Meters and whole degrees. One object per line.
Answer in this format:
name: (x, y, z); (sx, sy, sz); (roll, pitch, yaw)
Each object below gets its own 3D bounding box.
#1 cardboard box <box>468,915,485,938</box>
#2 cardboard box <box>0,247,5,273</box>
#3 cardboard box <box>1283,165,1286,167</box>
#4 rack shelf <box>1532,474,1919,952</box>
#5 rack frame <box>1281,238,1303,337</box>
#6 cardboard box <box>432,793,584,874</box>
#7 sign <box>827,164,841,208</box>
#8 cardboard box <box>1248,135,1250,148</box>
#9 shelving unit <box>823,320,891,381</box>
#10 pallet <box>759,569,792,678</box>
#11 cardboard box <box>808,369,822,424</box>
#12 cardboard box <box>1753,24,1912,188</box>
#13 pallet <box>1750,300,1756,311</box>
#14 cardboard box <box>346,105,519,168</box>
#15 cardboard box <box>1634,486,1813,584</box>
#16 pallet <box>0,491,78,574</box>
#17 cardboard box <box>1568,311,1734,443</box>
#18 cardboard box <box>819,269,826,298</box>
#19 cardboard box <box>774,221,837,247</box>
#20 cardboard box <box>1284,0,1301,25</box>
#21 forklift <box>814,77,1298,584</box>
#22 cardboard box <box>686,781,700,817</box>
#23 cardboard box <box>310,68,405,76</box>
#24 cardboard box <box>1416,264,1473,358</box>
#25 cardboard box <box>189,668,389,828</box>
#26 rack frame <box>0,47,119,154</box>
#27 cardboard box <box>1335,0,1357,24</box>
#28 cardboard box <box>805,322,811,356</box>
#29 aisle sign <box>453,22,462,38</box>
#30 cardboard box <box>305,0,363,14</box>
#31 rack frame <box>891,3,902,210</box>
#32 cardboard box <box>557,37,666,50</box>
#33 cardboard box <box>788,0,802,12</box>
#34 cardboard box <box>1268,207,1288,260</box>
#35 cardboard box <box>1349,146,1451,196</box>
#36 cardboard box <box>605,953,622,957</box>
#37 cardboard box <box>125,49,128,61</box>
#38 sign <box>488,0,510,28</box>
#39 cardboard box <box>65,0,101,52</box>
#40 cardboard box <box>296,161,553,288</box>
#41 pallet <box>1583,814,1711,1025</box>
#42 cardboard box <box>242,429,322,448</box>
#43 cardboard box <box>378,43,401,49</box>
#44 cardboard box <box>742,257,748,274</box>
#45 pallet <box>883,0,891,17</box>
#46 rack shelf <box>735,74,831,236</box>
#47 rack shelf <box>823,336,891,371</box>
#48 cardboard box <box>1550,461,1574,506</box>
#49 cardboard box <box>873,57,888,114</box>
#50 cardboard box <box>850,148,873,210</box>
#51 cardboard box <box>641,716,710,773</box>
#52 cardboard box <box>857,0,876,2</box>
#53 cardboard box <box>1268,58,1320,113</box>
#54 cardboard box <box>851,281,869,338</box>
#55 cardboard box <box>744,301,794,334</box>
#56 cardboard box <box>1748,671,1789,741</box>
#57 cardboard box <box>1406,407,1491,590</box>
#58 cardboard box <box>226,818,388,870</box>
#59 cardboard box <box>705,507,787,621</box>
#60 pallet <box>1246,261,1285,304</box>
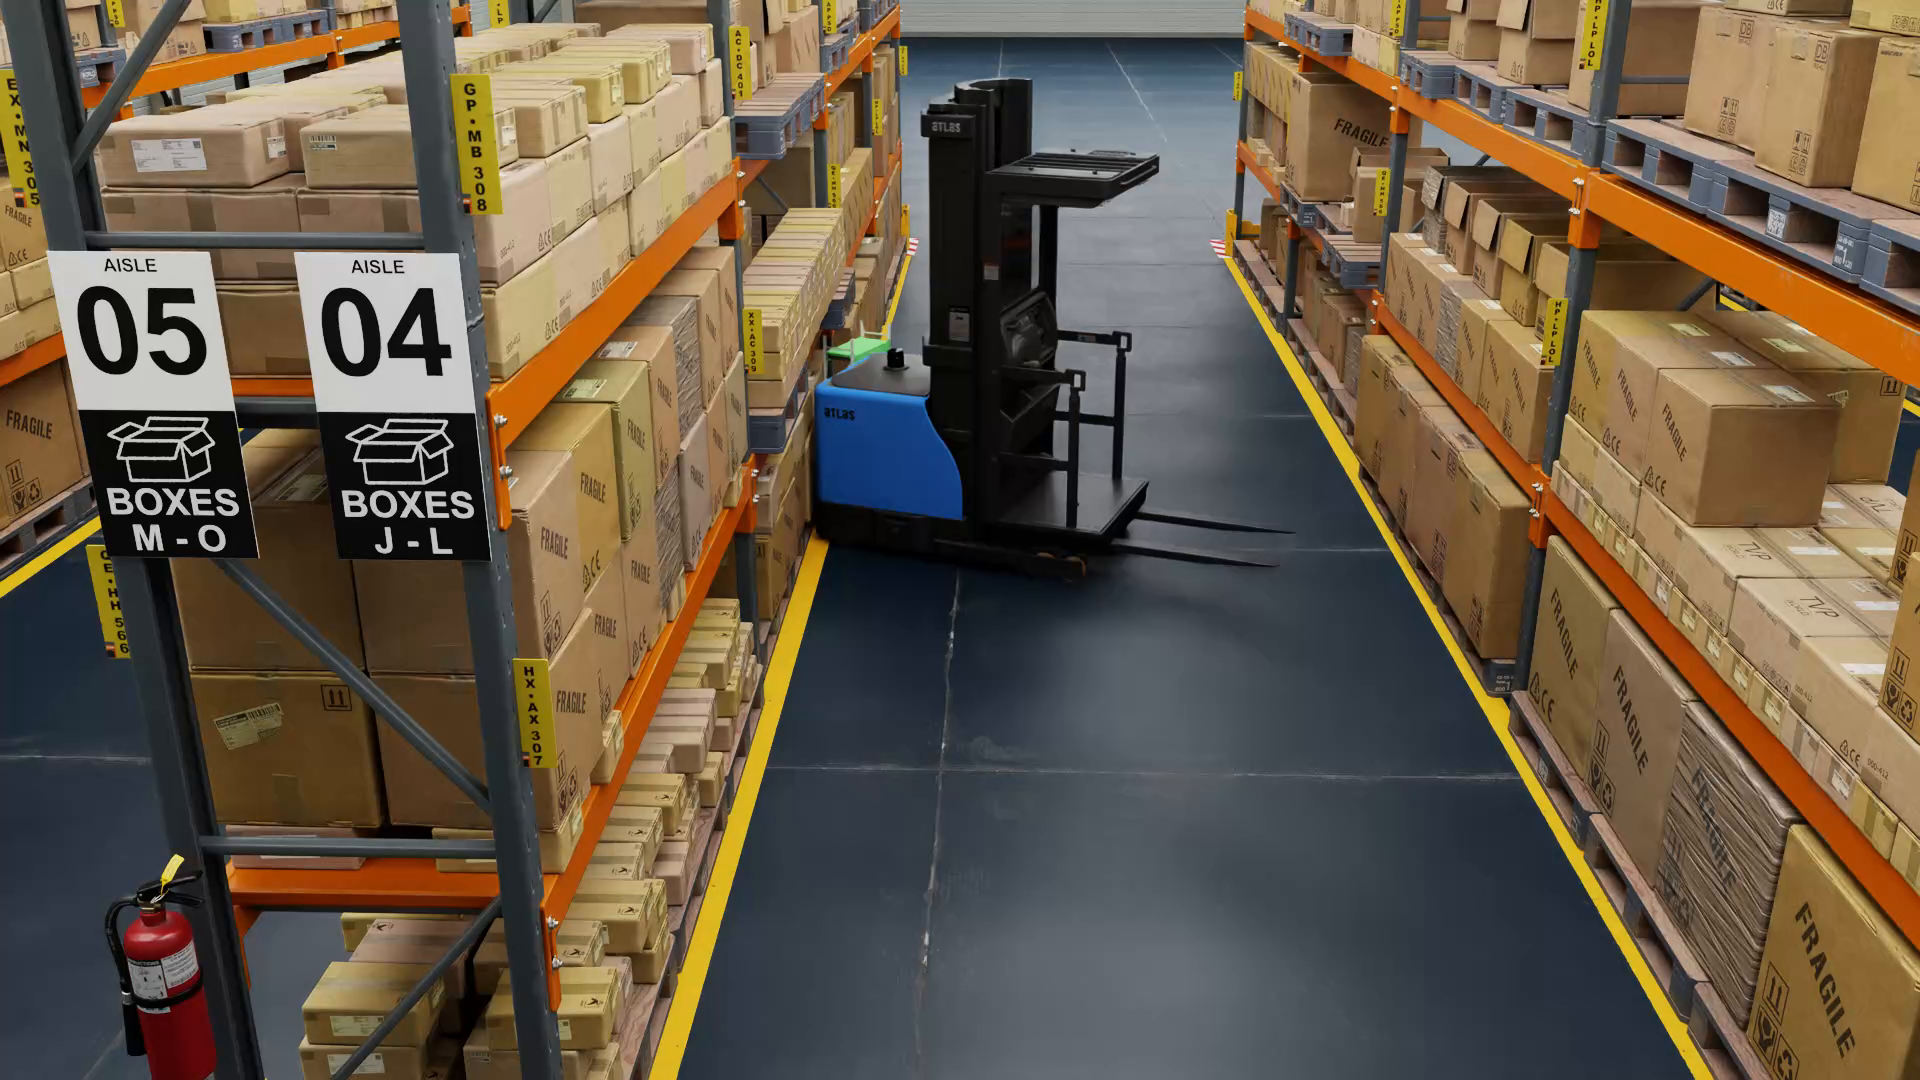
cardboard box: (-1.944, 1.479, 6.019); (0.380, 0.149, 0.250); (0, 21, -1)
cardboard box: (-6.202, -1.819, 10.050); (0.500, 0.500, 0.500); (0, 21, 1)
cardboard box: (3.464, -3.706, 16.780); (0.380, 0.149, 0.250); (1, 21, 2)
rack shelf: (3.327, 0.570, 6.408); (1.077, 0.370, 4.000); (1, 21, 2)
rack frame: (3.631, -3.381, 15.596); (1.000, 3.000, 0.127); (1, 21, 2)
cardboard box: (-1.351, 0.870, 4.987); (0.380, 0.149, 0.250); (0, 21, 1)
sign: (-0.902, -2.526, 11.902); (0.100, 0.325, 0.005); (1, 21, 2)
cardboard box: (3.479, -4.520, 18.878); (0.380, 0.149, 0.250); (1, 21, 2)
shelving unit: (-0.710, -0.891, 11.667); (0.258, 1.200, 0.503); (11, 24, 26)
pallet: (-1.544, 0.439, 9.606); (1.003, 0.211, 1.213); (1, 21, 2)
cardboard box: (-1.208, -0.973, 11.229); (0.500, 0.250, 0.500); (1, 21, 2)
cardboard box: (3.246, -1.511, 5.772); (0.700, 0.500, 0.500); (2, 21, 4)
pallet: (8.644, -2.269, 16.585); (1.003, 0.211, 1.213); (1, 21, 2)
cardboard box: (-1.425, -1.088, 4.503); (0.380, 0.149, 0.250); (1, 21, 4)
cardboard box: (3.082, -0.023, 6.738); (0.500, 0.250, 0.500); (1, 21, 3)
pallet: (-6.535, -0.020, 10.788); (1.003, 0.211, 1.213); (1, 21, 2)
cardboard box: (3.118, -0.737, 7.540); (0.500, 0.500, 0.500); (1, 21, 2)
cardboard box: (-1.042, -1.593, 10.344); (0.380, 0.149, 0.250); (1, 21, 3)
cardboard box: (-1.019, -2.014, 11.018); (0.380, 0.149, 0.250); (1, 21, 3)
cardboard box: (3.410, -5.066, 16.000); (0.500, 0.250, 0.500); (1, 21, 3)
forklift: (0.619, -1.313, 10.360); (3.031, 2.935, 1.130); (8, 23, 20)
cardboard box: (-1.345, 1.167, 7.236); (0.380, 0.149, 0.250); (1, 21, 3)
cardboard box: (-1.901, -1.467, 5.482); (0.380, 0.149, 0.250); (1, 21, 3)
cardboard box: (3.197, -1.437, 10.448); (0.500, 0.500, 0.500); (0, 21, 1)
cardboard box: (-1.932, 0.516, 5.003); (0.500, 0.500, 0.500); (1, 21, 3)
rack frame: (-6.396, -2.044, 12.150); (1.000, 3.000, 0.127); (1, 21, 2)
cardboard box: (3.490, -4.514, 13.646); (0.797, 0.503, 0.637); (1, 21, 4)
cardboard box: (-1.065, -1.169, 9.662); (0.380, 0.149, 0.250); (0, 21, -1)
aisle sign: (-5.861, -6.168, 19.184); (0.394, 0.787, 0.004); (1, 21, 2)
cardboard box: (-5.987, -5.114, 15.710); (0.500, 0.250, 0.500); (0, 21, 0)
rack frame: (-1.202, -4.919, 19.559); (1.000, 3.000, 0.127); (1, 21, 2)
cardboard box: (-1.392, -1.933, 6.682); (0.380, 0.149, 0.250); (1, 21, 4)
cardboard box: (-1.198, -3.493, 10.542); (0.396, 0.266, 0.258); (1, 21, 2)
cardboard box: (3.733, -3.416, 18.561); (0.500, 0.500, 0.500); (6, 22, 16)
cardboard box: (3.671, -2.997, 13.884); (0.797, 0.503, 0.637); (3, 21, 7)
cardboard box: (-1.432, 1.487, 6.000); (0.380, 0.149, 0.250); (1, 21, 2)
cardboard box: (-6.216, -3.437, 11.942); (0.380, 0.149, 0.250); (1, 21, 2)
sign: (-2.122, -2.408, 7.682); (0.100, 0.325, 0.005); (1, 21, 2)
cardboard box: (-6.256, -3.548, 11.157); (0.797, 0.503, 0.637); (-1, 21, -2)
cardboard box: (-1.415, -0.855, 4.454); (0.500, 0.250, 0.500); (1, 21, 2)
pallet: (3.252, 1.528, 6.800); (1.003, 0.211, 1.213); (1, 21, 2)
cardboard box: (-1.908, -0.136, 5.302); (0.500, 0.500, 0.500); (0, 21, 0)
cardboard box: (-5.973, -5.218, 18.399); (0.700, 0.500, 0.500); (1, 21, 2)
cardboard box: (-1.669, -1.848, 11.412); (0.380, 0.149, 0.250); (2, 21, 4)
pallet: (-1.248, -5.565, 17.201); (1.003, 0.211, 1.213); (1, 21, 2)
rack shelf: (-1.506, -2.366, 9.828); (1.077, 0.370, 4.000); (1, 21, 2)
rack shelf: (-0.709, -1.280, 11.517); (0.258, 0.148, 0.480); (11, 24, 26)
cardboard box: (3.046, -0.268, 7.921); (0.380, 0.149, 0.250); (1, 21, 2)
cardboard box: (-1.215, -4.764, 17.461); (0.875, 0.550, 0.500); (1, 21, 2)
cardboard box: (-1.072, -3.327, 15.319); (0.500, 0.500, 0.500); (1, 21, 1)
cardboard box: (-1.284, 0.880, 7.152); (0.380, 0.149, 0.250); (0, 21, 0)
cardboard box: (-0.972, -5.124, 15.570); (0.380, 0.149, 0.250); (0, 21, 1)
cardboard box: (3.400, -4.560, 16.703); (0.500, 0.500, 0.500); (1, 21, 2)
cardboard box: (-1.313, -1.708, 13.815); (1.050, 0.750, 0.750); (1, 21, 2)
cardboard box: (-1.093, -1.174, 8.852); (0.380, 0.149, 0.250); (1, 21, 3)
cardboard box: (2.978, 0.573, 5.753); (0.380, 0.149, 0.250); (0, 21, 0)
cardboard box: (3.414, -0.249, 9.880); (1.225, 0.875, 0.875); (0, 21, 0)
cardboard box: (-1.961, 0.863, 5.006); (0.380, 0.149, 0.250); (1, 21, 2)
cardboard box: (-1.279, 0.126, 9.434); (0.500, 0.500, 0.500); (1, 21, 4)
pallet: (3.651, -2.767, 17.868); (1.003, 0.211, 1.213); (1, 21, 2)
